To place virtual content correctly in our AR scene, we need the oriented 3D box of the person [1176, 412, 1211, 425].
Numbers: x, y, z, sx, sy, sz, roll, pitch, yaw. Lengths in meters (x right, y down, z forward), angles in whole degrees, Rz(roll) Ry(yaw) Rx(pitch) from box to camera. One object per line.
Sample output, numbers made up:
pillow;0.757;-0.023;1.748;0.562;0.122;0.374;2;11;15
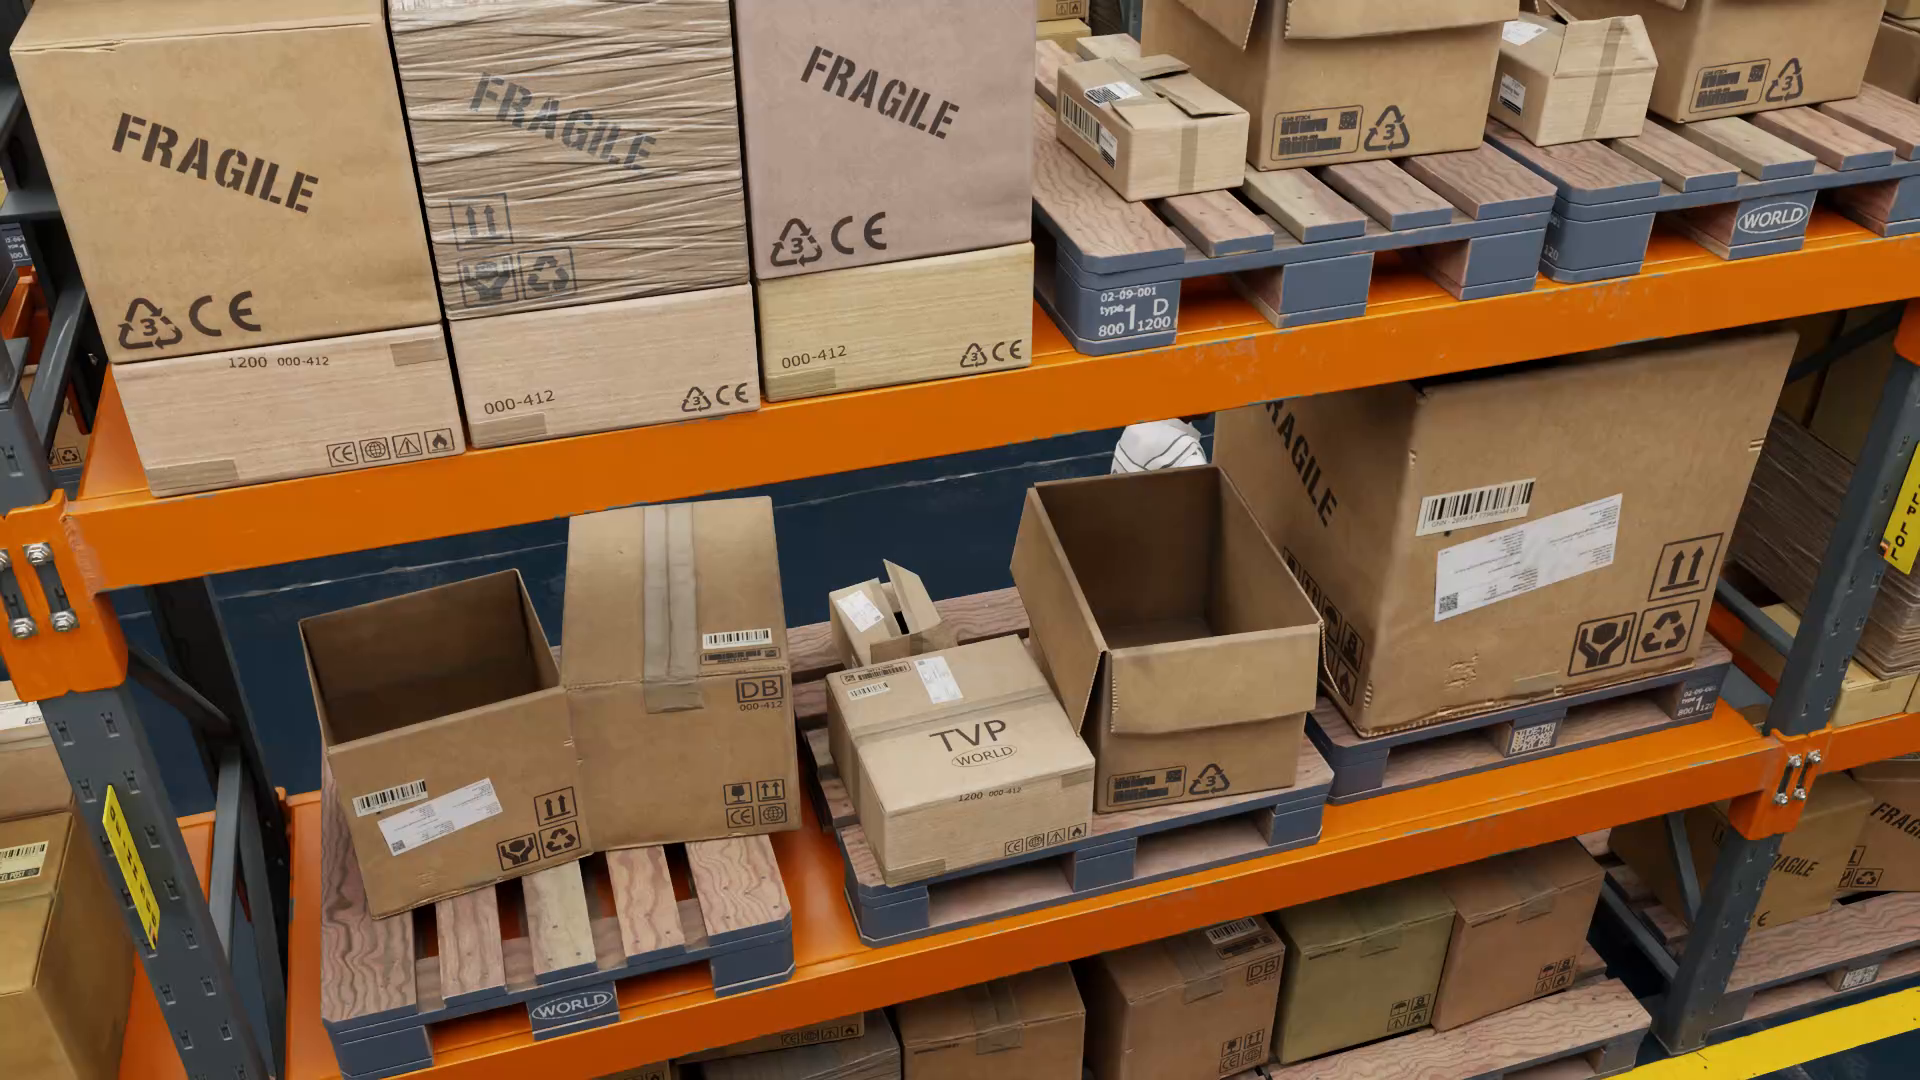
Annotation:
person;0.763;0.084;6.021;0.319;1.657;0.504;-11;36;-15
